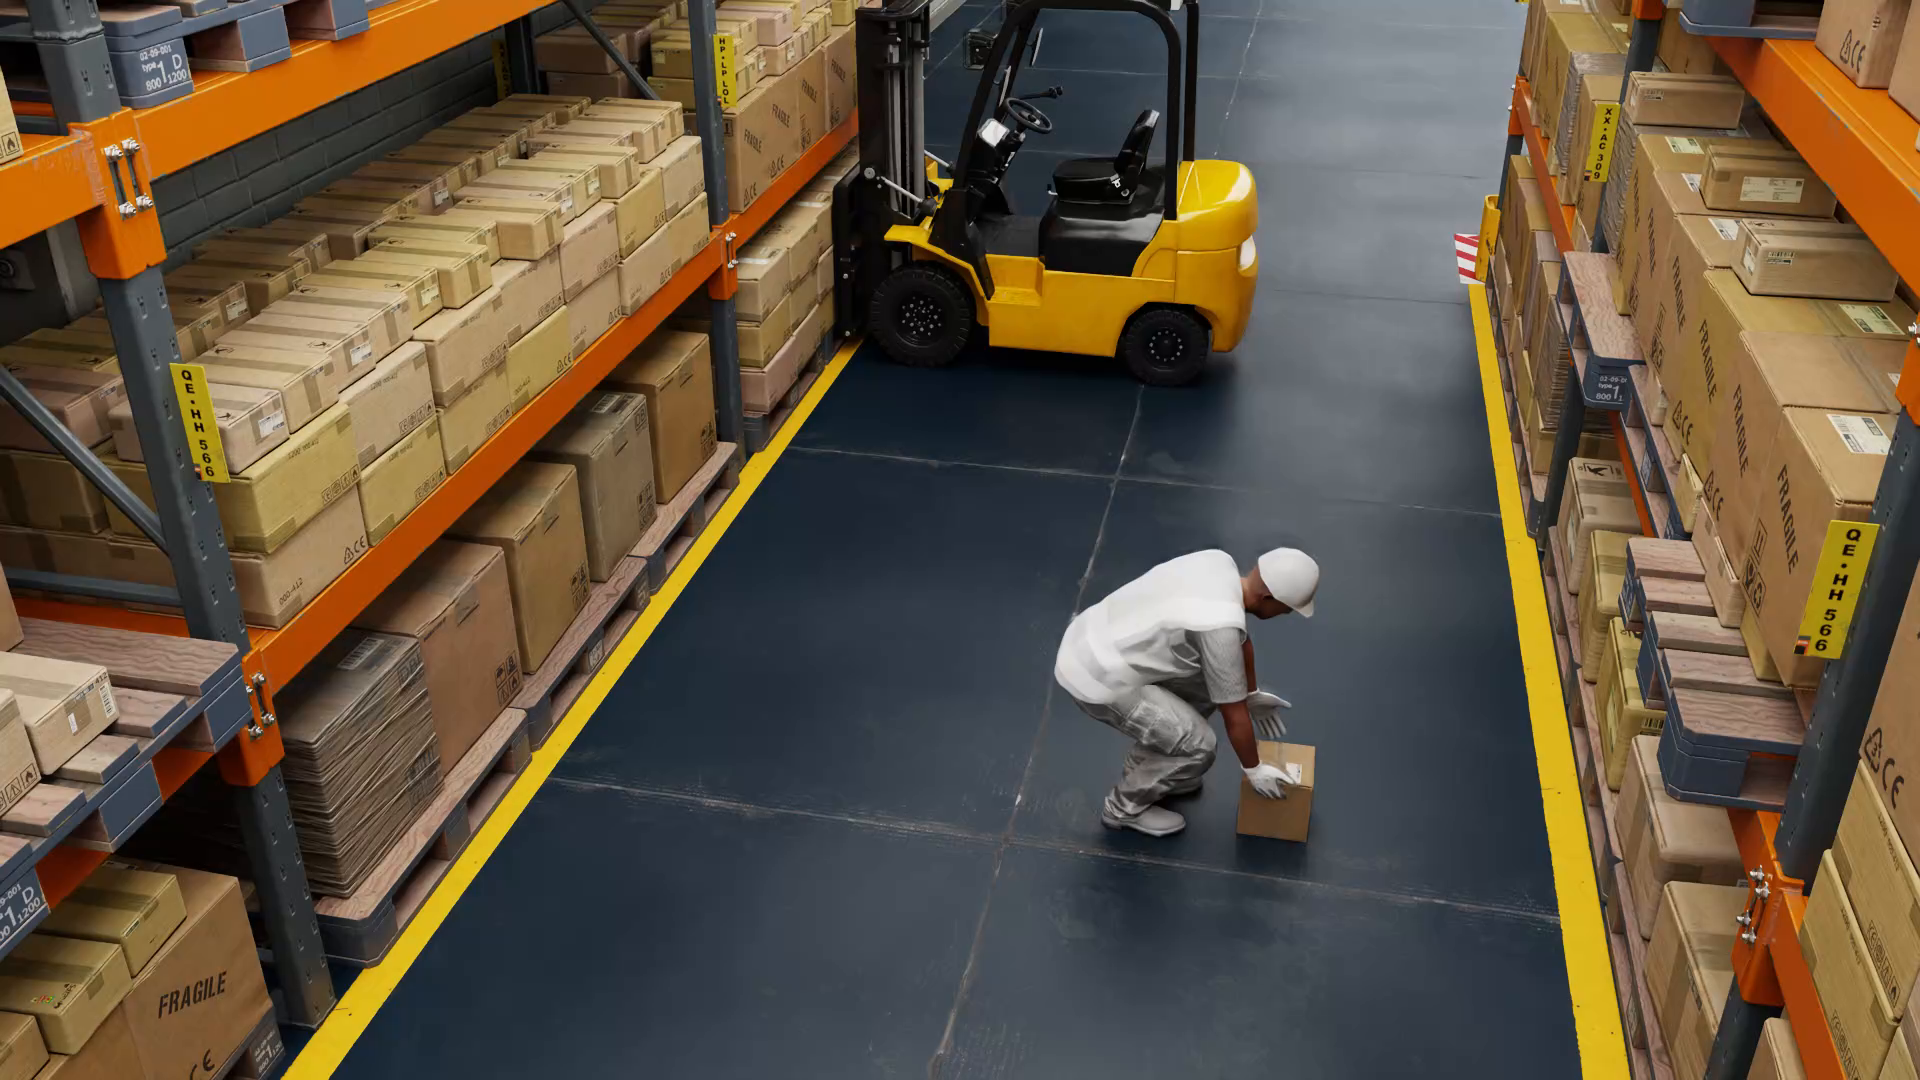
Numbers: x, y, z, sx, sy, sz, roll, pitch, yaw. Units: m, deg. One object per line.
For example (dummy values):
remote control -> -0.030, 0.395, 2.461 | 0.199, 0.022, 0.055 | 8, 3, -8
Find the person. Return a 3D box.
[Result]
person -> 0.789, 0.488, 5.937 | 0.880, 1.087, 0.588 | 6, 29, 11
